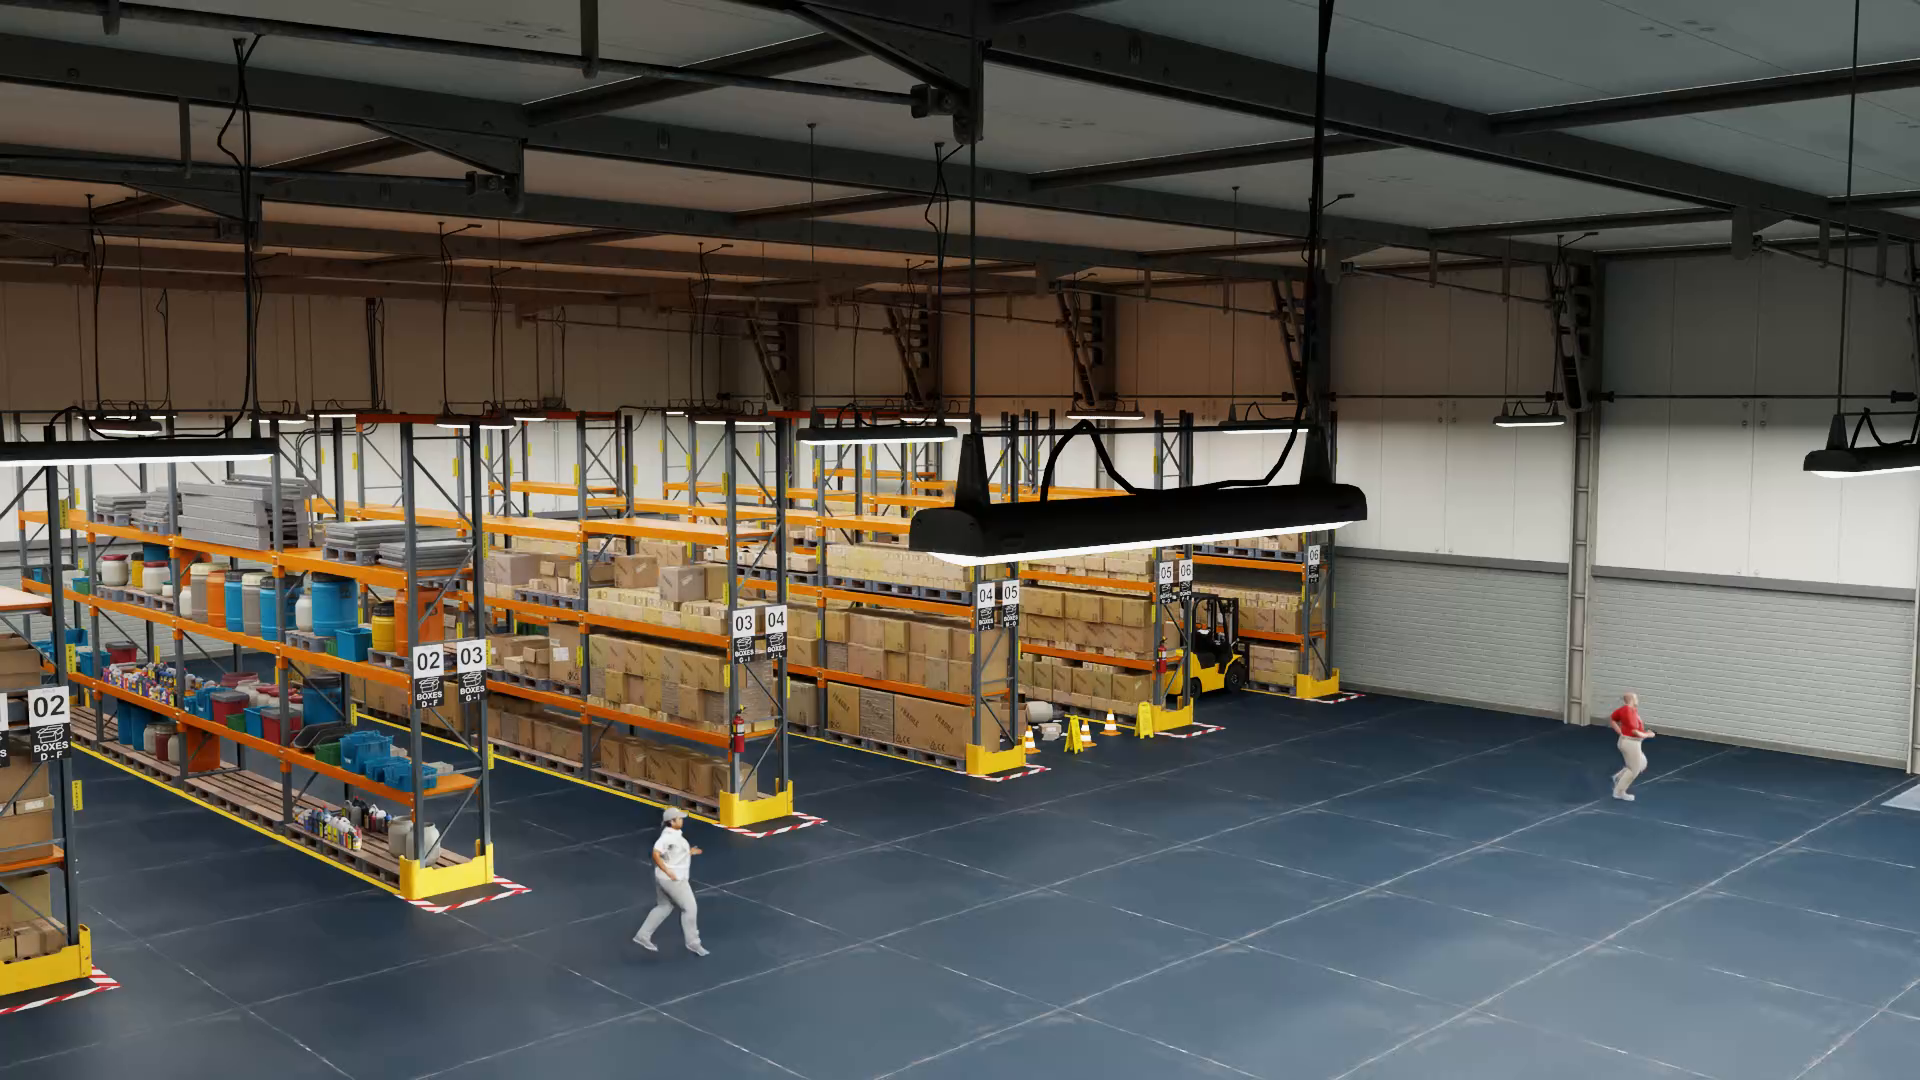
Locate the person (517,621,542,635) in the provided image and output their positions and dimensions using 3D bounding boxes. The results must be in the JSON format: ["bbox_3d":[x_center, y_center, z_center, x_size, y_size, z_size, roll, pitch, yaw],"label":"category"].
[{"bbox_3d":[-10.671,1.856,40.980,0.656,1.805,0.940,4,7,41],"label":"person"}]

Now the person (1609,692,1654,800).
[{"bbox_3d":[10.558,3.222,26.072,0.602,1.687,0.652,0,5,5],"label":"person"}]

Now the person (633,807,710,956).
[{"bbox_3d":[-3.262,3.871,18.794,0.808,1.719,0.594,-2,5,-19],"label":"person"}]

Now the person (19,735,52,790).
[{"bbox_3d":[-15.013,3.139,26.881,0.811,1.735,0.602,4,6,39],"label":"person"}]
